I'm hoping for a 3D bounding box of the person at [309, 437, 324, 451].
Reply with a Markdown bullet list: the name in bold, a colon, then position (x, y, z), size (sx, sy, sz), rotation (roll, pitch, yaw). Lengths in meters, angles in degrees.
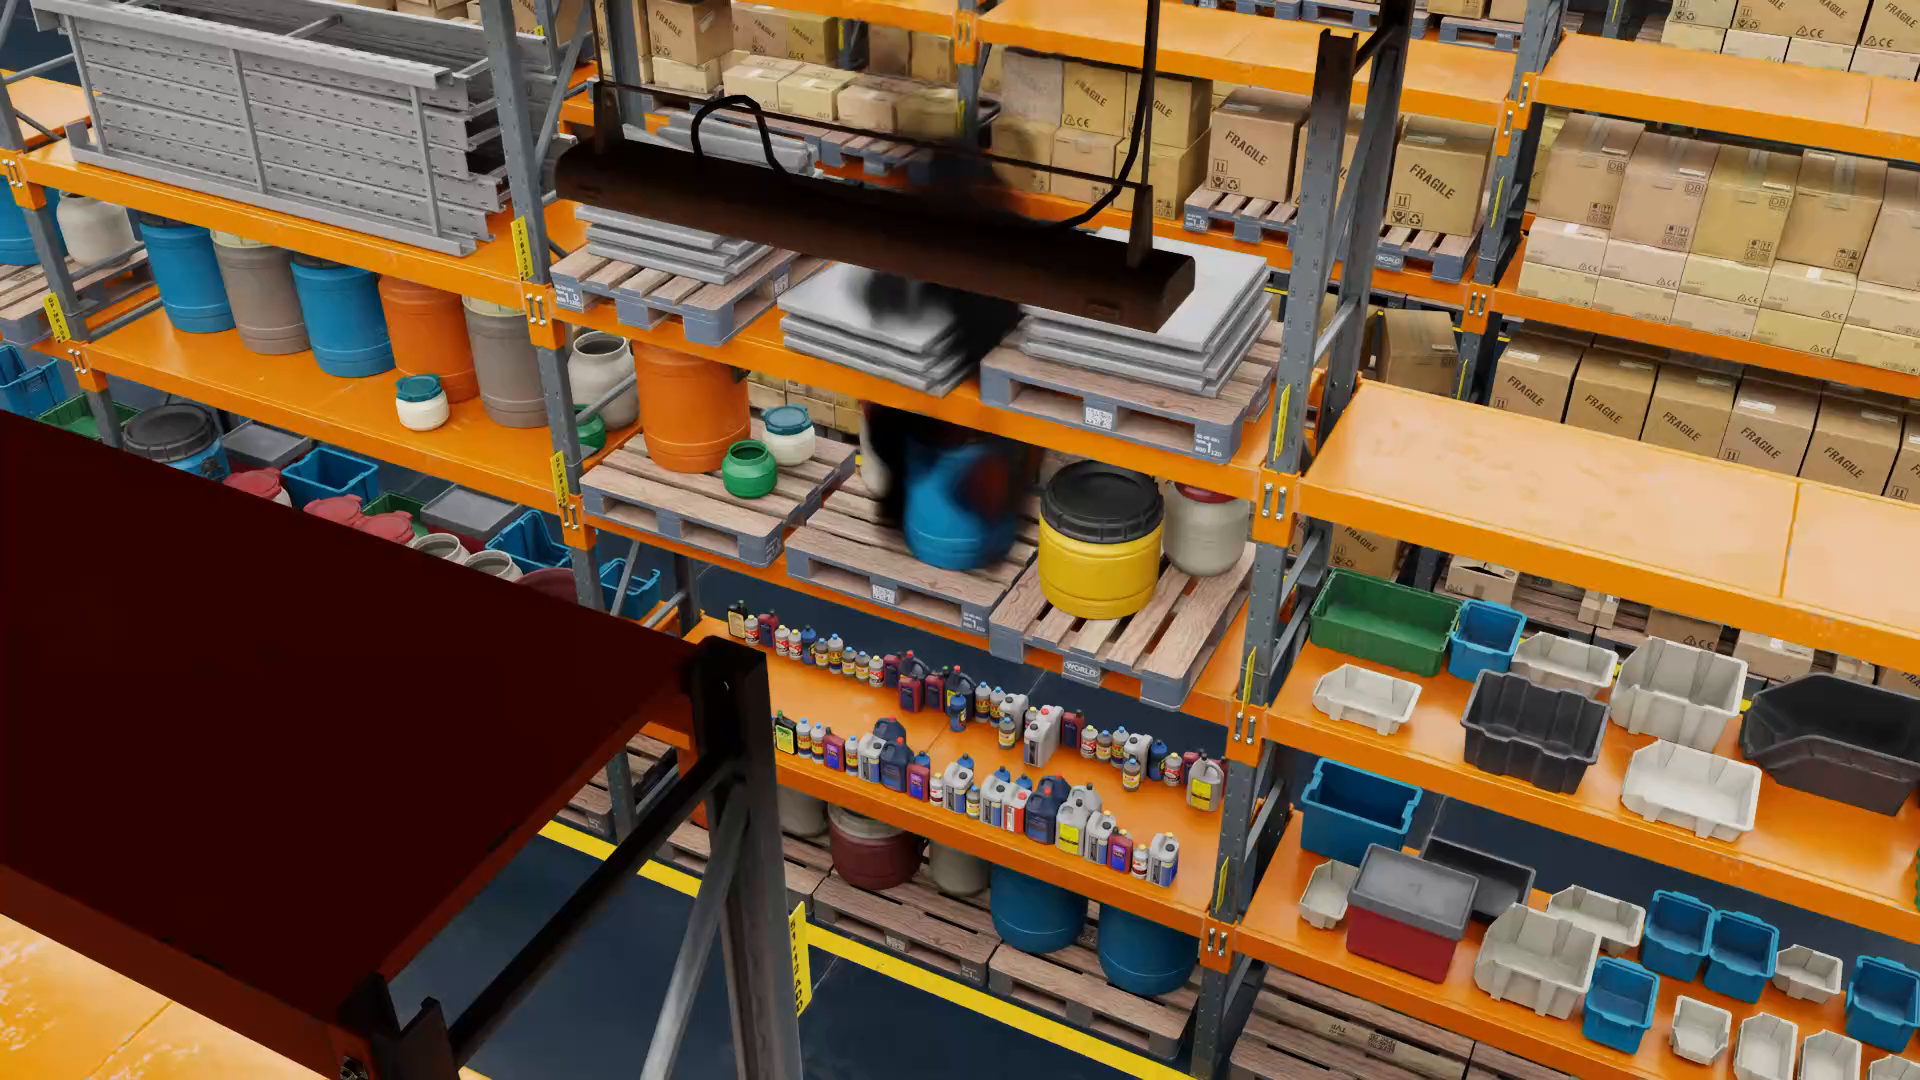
- **person**: position (-5.407, -0.889, 13.641), size (0.932, 1.754, 0.712), rotation (16, 38, 21)
